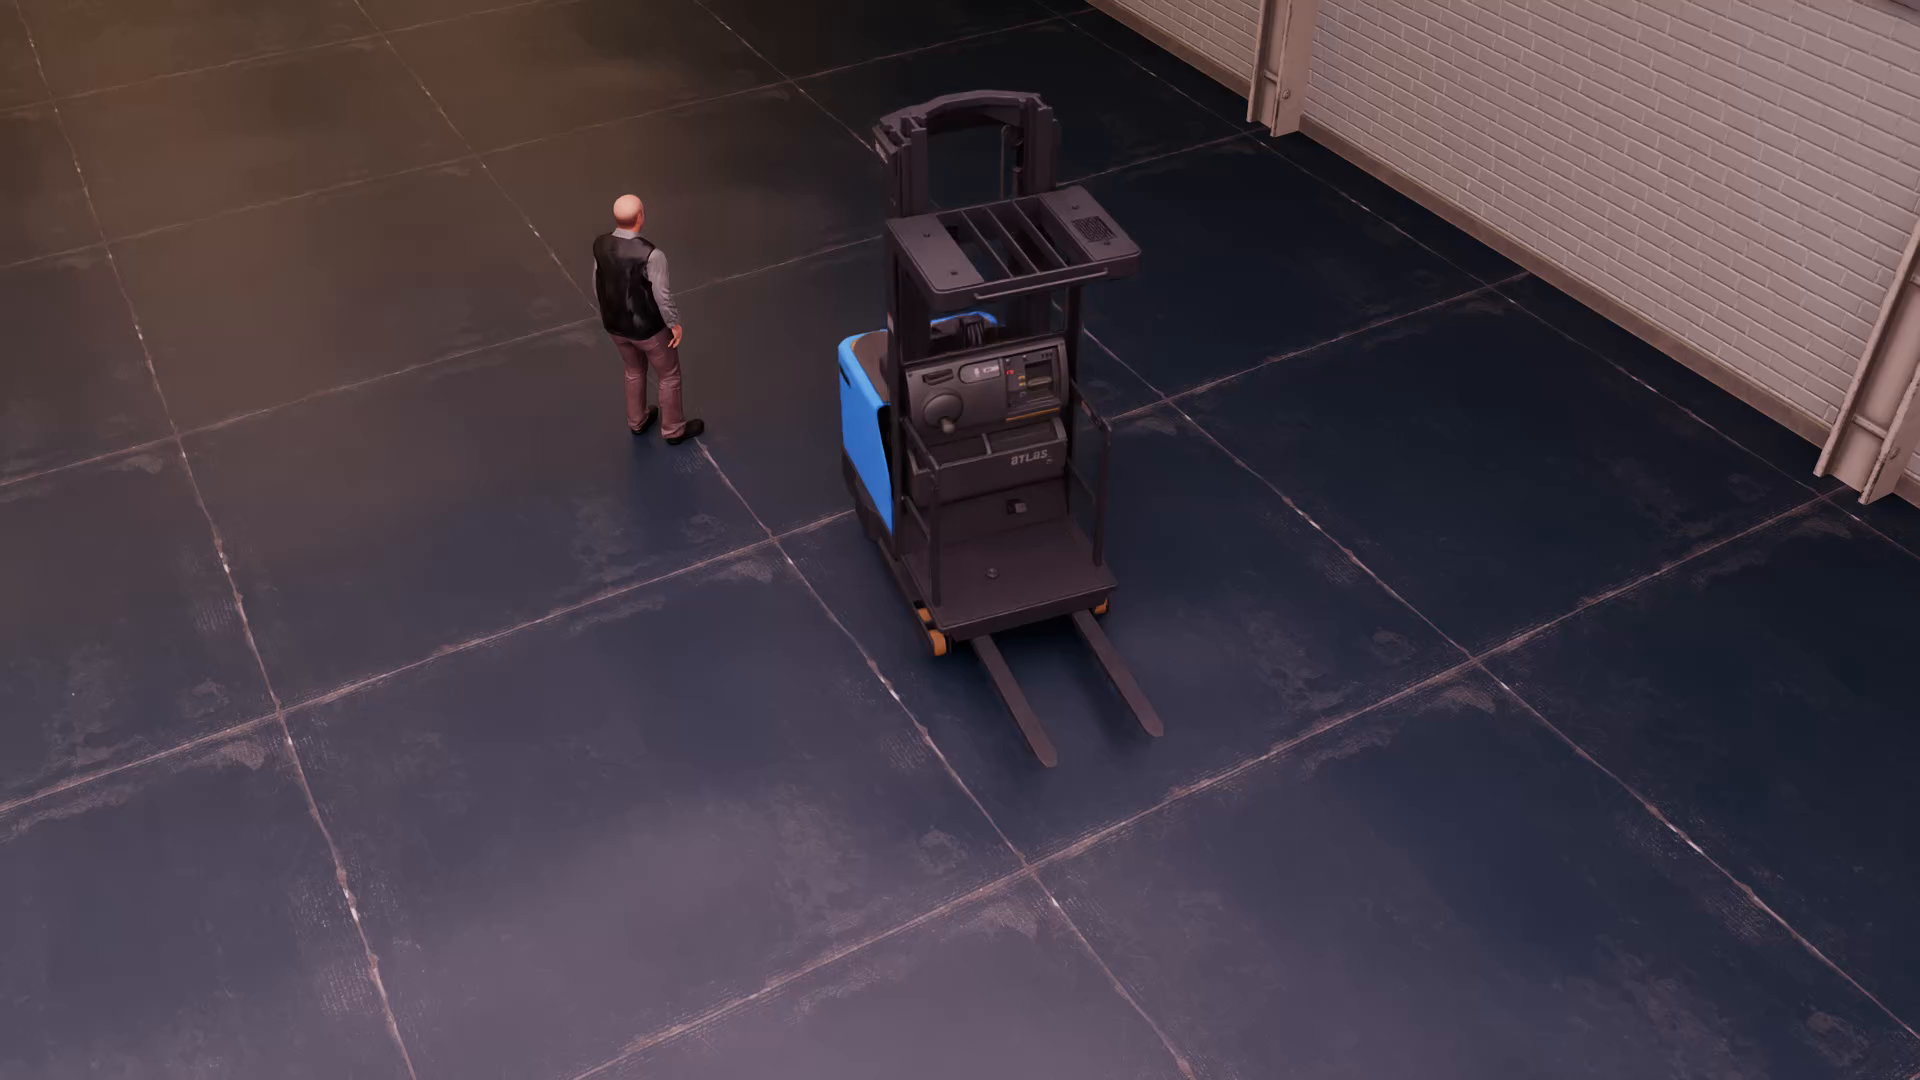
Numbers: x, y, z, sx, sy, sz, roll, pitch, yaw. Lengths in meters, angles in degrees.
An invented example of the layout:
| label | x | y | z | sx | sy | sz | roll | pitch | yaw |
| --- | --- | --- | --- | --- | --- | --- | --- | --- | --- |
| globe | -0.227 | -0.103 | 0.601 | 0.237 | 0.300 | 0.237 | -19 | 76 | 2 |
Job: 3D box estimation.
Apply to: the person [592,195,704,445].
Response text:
| label | x | y | z | sx | sy | sz | roll | pitch | yaw |
| --- | --- | --- | --- | --- | --- | --- | --- | --- | --- |
| person | -2.056 | -1.388 | 10.660 | 0.580 | 1.719 | 0.420 | 17 | 43 | 20 |

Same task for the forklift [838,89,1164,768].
| label | x | y | z | sx | sy | sz | roll | pitch | yaw |
| --- | --- | --- | --- | --- | --- | --- | --- | --- | --- |
| forklift | 0.232 | -0.762 | 8.955 | 1.130 | 2.935 | 3.031 | -13 | 42 | -16 |
